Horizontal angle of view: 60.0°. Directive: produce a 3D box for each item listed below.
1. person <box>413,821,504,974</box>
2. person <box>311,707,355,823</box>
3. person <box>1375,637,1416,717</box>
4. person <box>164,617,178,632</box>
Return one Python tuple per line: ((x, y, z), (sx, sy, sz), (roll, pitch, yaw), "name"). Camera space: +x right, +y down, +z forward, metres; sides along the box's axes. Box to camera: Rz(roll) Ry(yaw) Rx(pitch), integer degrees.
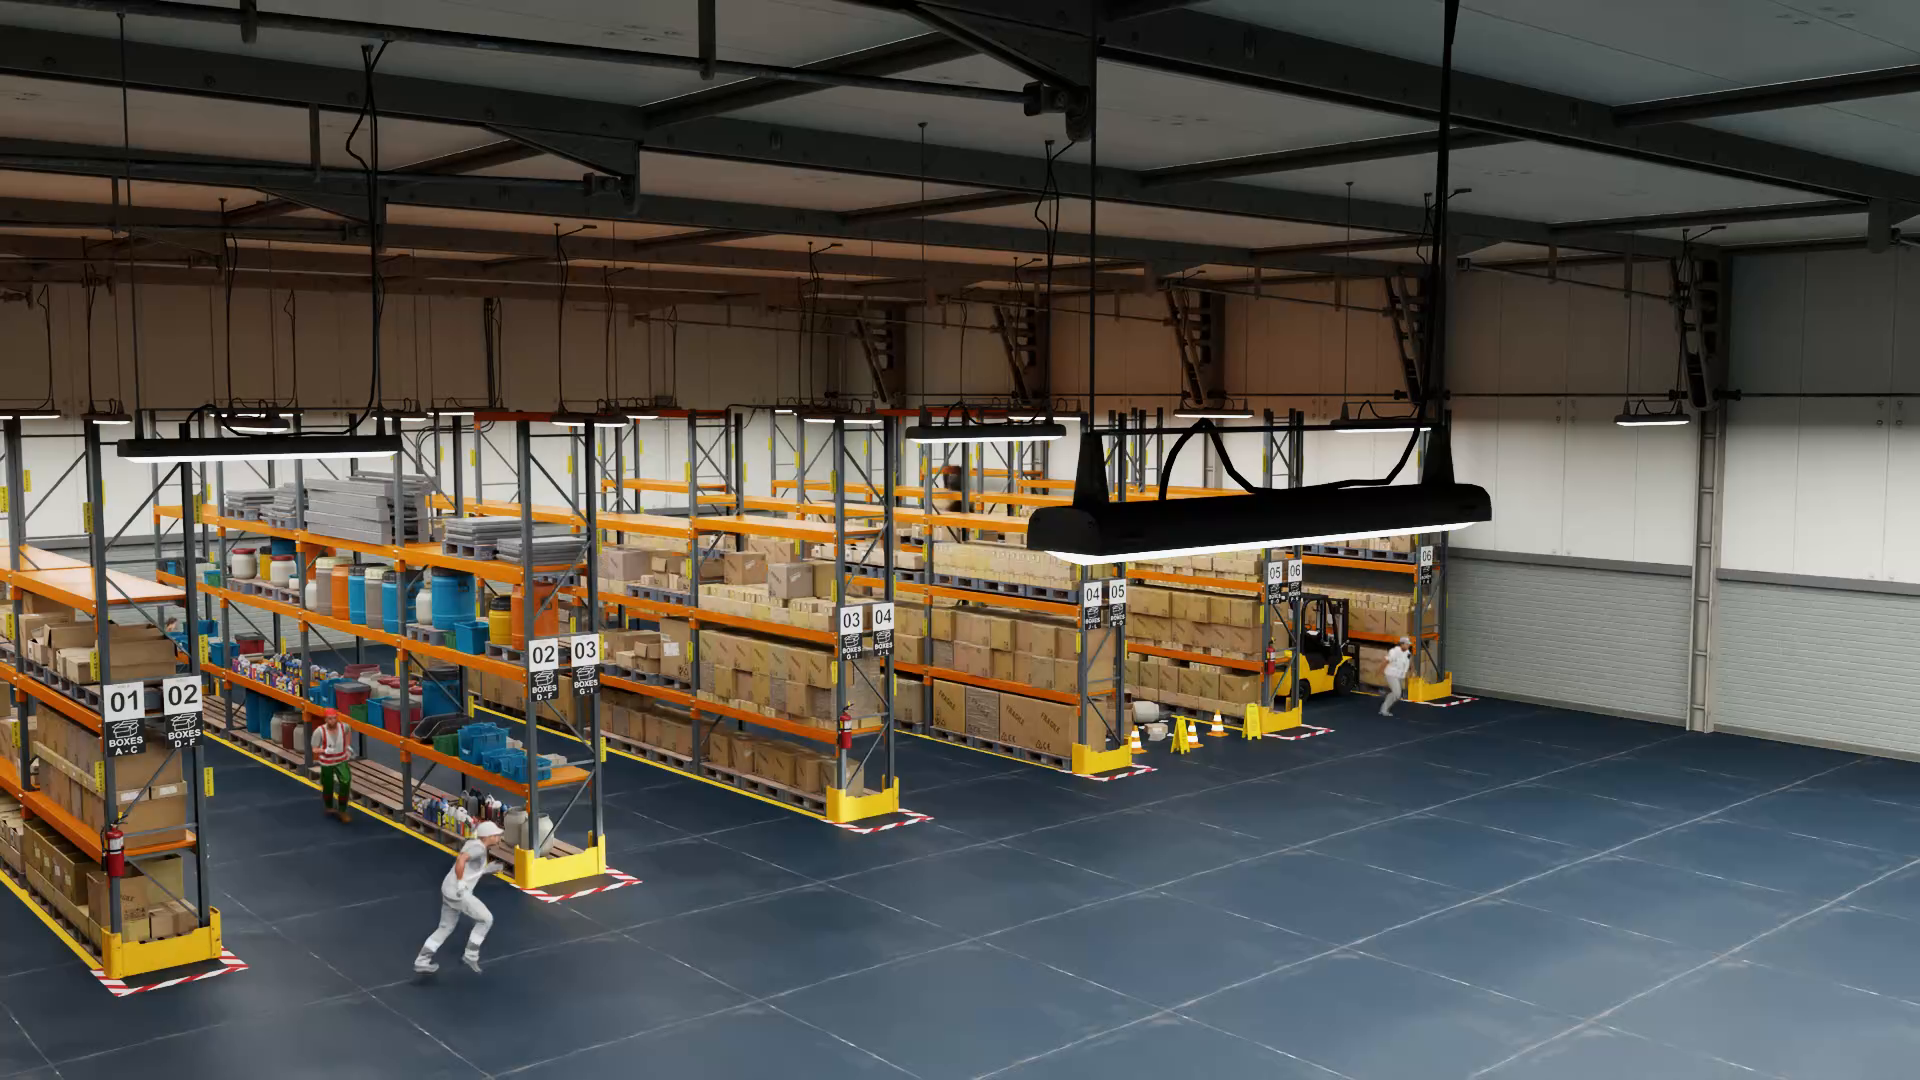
((-5.438, 3.934, 18.075), (0.997, 1.697, 0.712), (-2, 6, -24), "person")
((-9.255, 3.296, 24.570), (0.621, 1.725, 0.972), (-2, 6, -26), "person")
((8.543, 2.674, 32.529), (0.599, 1.609, 0.706), (-3, 6, -35), "person")
((-17.716, 2.377, 36.539), (1.098, 1.373, 0.566), (0, 5, 6), "person")
